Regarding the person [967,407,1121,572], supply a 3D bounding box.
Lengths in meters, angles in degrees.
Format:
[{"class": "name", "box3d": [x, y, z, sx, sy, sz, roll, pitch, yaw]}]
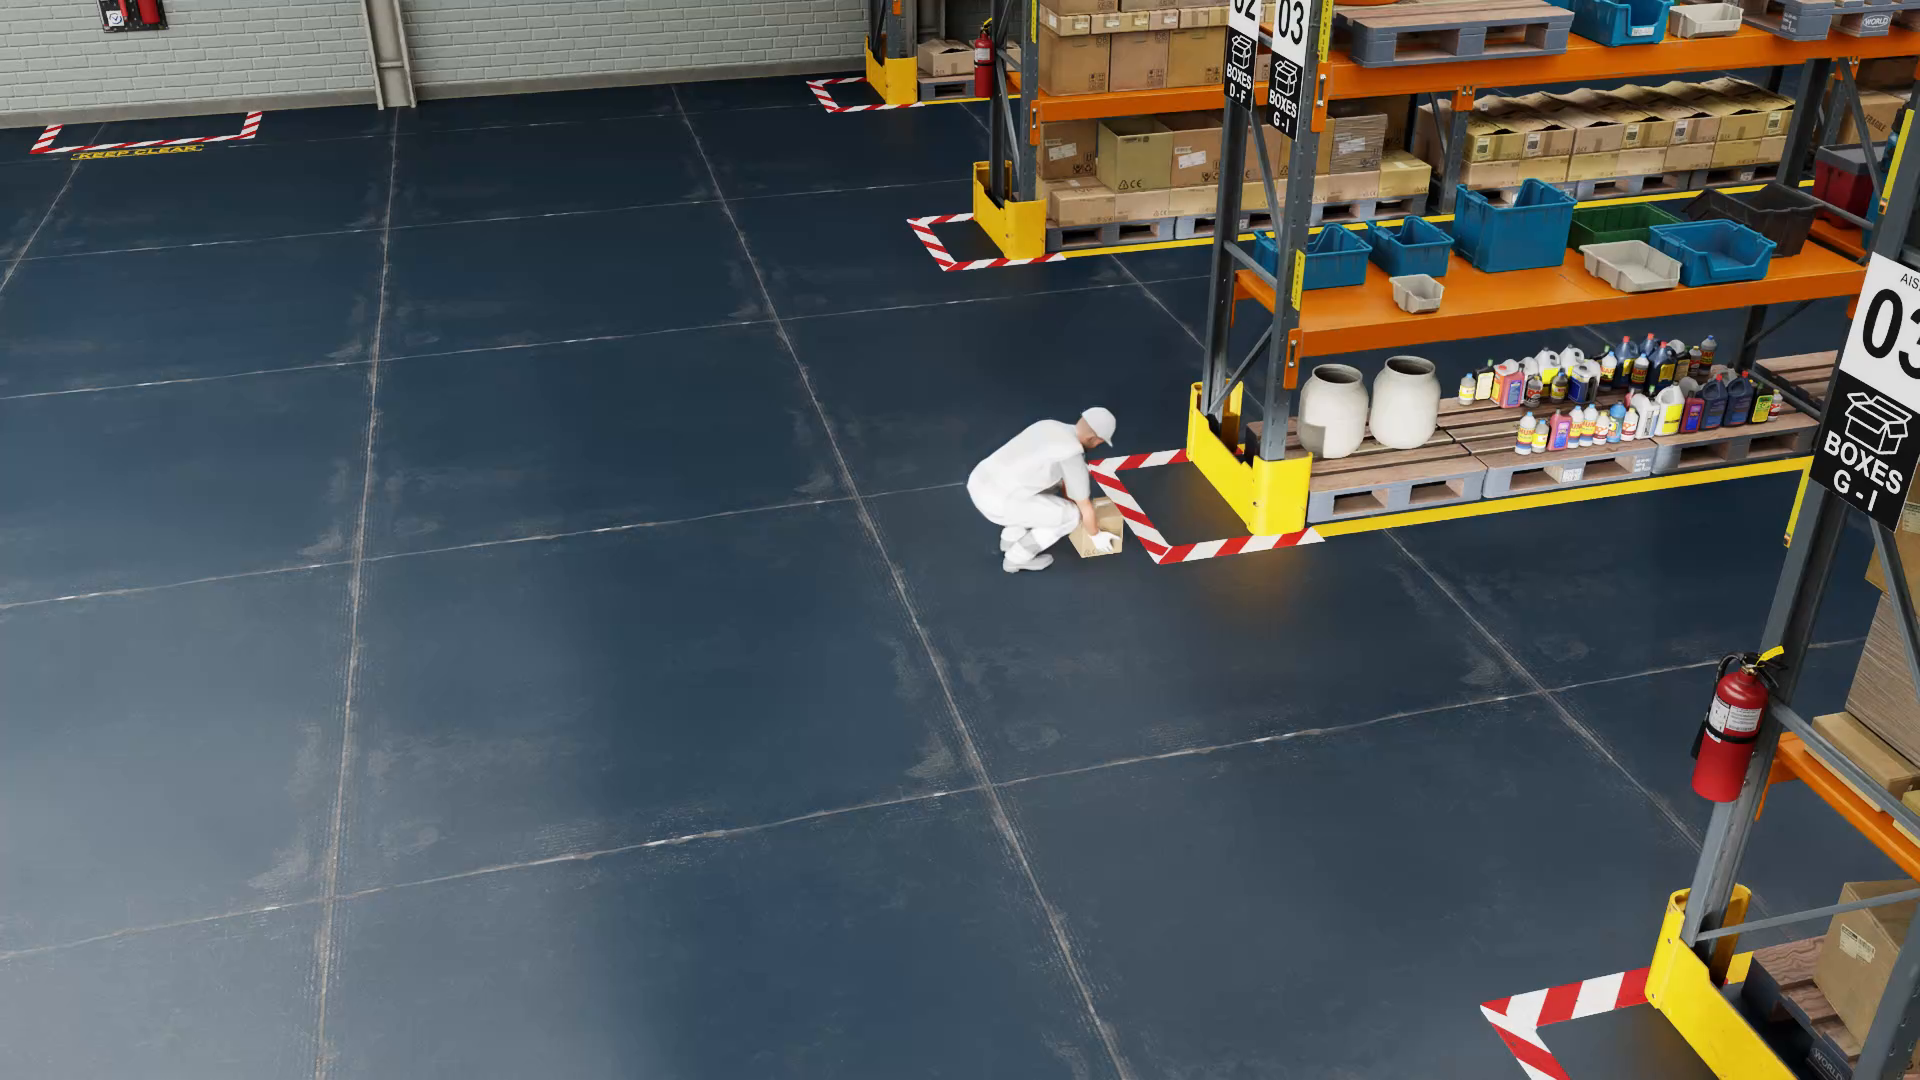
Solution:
[{"class": "person", "box3d": [0.483, -0.312, 9.671, 0.888, 0.883, 0.567, -8, 31, -13]}]
